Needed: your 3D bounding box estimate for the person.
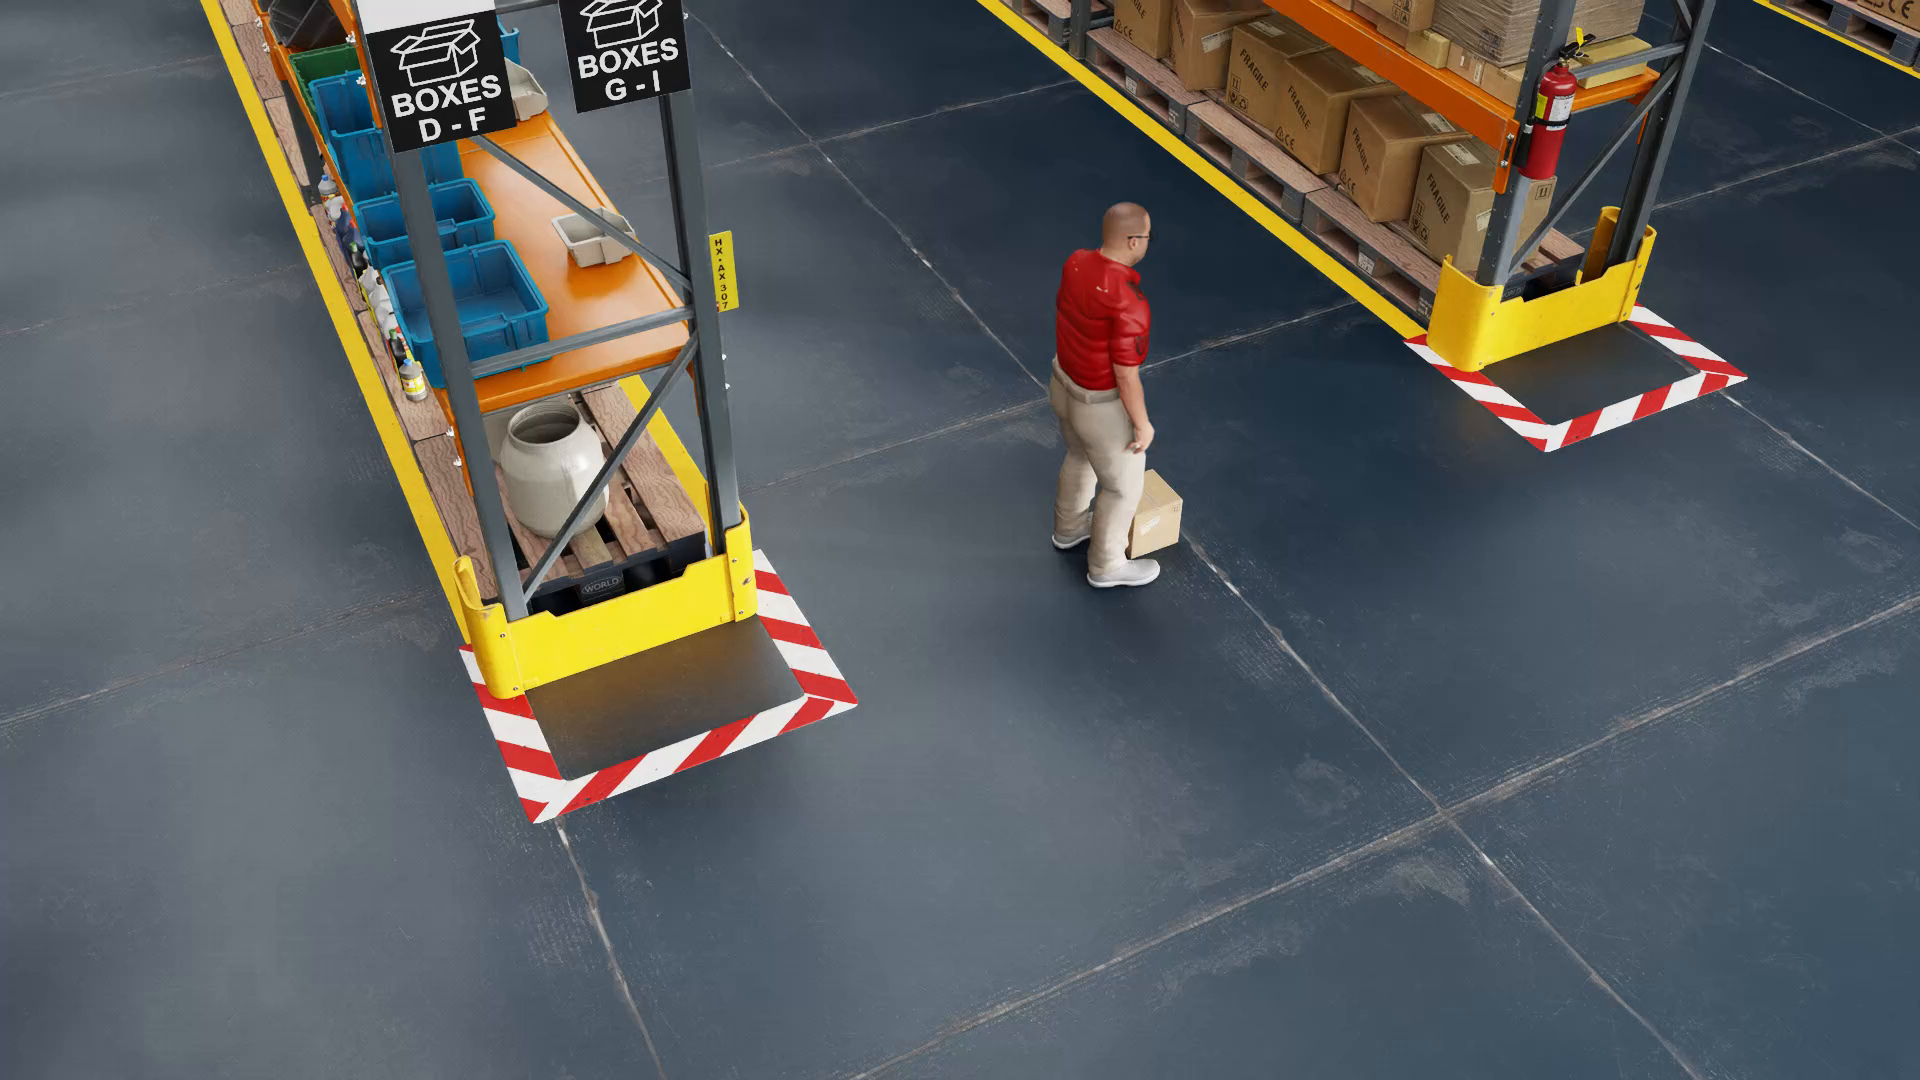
[{"bbox_3d":[0.594,-0.592,6.850,0.394,1.727,0.587,-19,44,-20],"label":"person"}]
